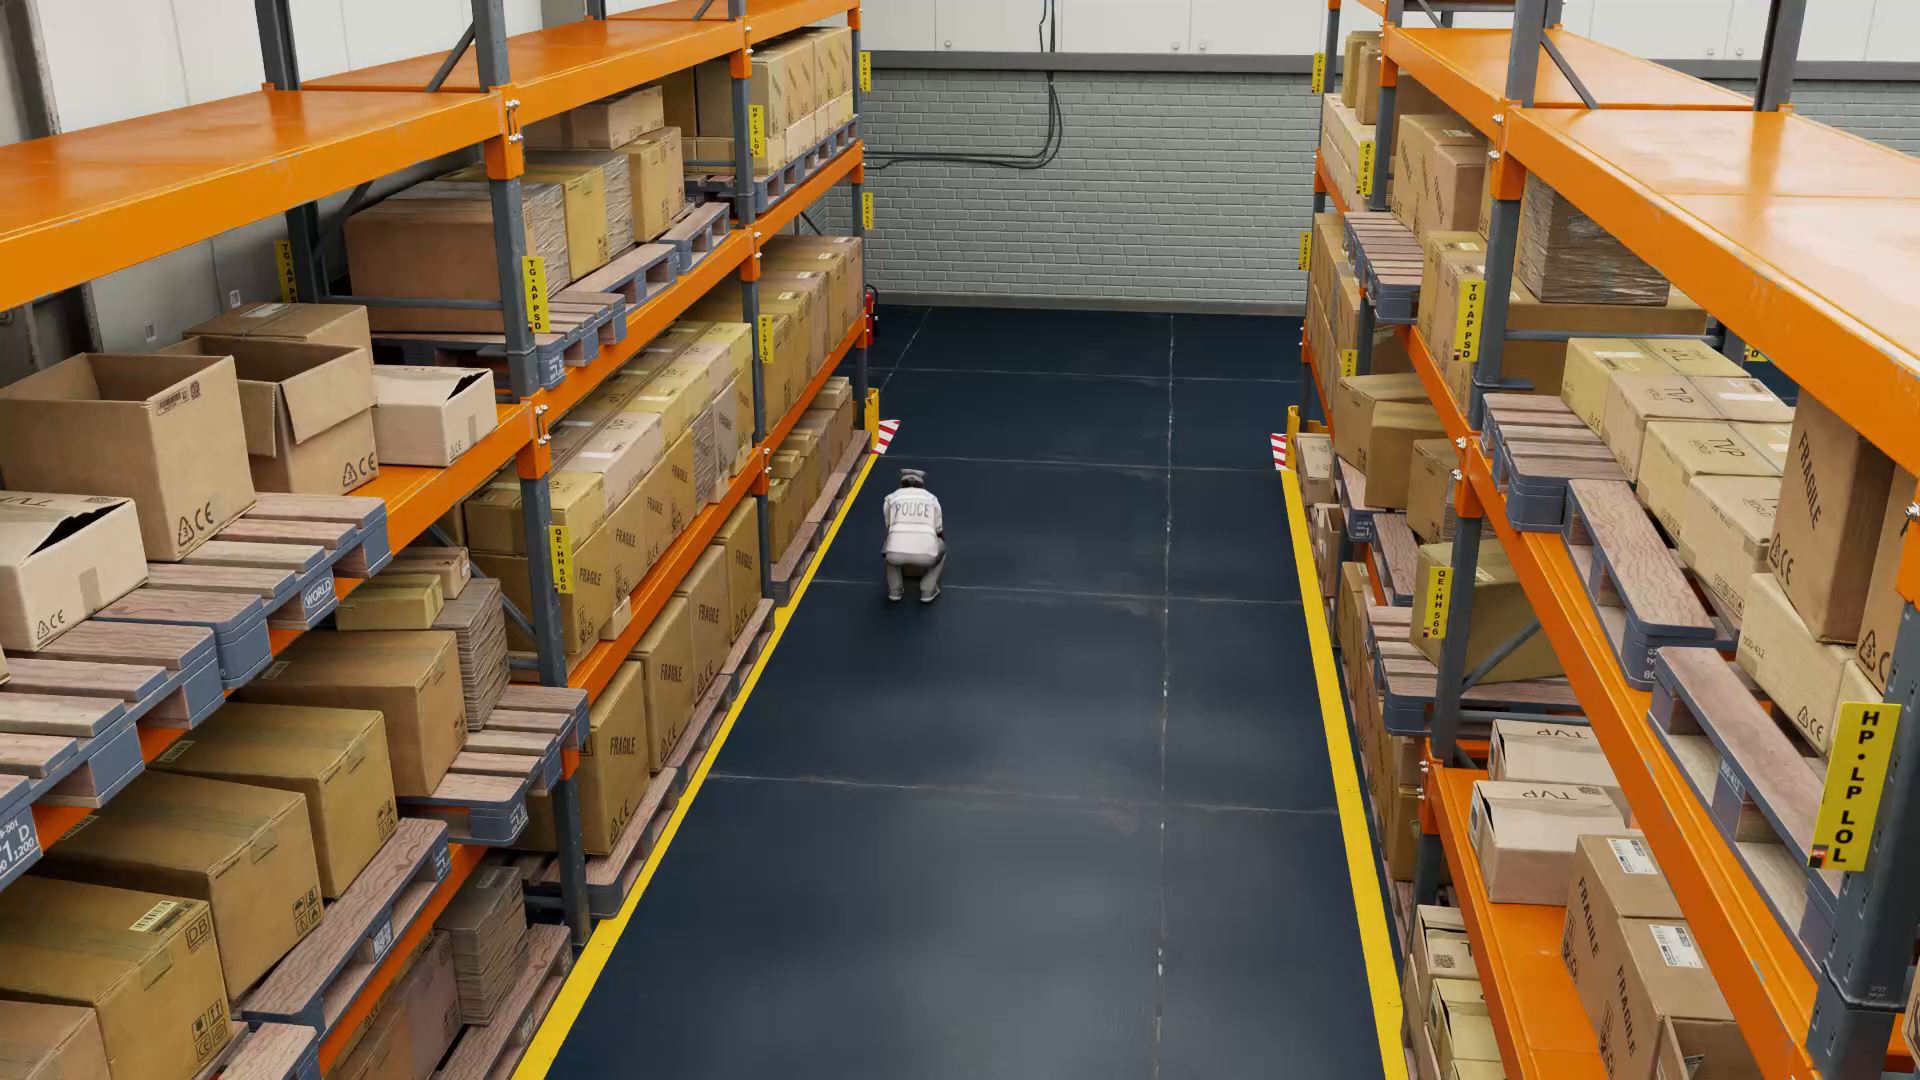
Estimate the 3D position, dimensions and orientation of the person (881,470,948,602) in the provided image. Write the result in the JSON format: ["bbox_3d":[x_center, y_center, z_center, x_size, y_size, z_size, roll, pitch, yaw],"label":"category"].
[{"bbox_3d":[-0.339,-0.031,12.302,0.479,0.847,0.868,3,21,6],"label":"person"}]
